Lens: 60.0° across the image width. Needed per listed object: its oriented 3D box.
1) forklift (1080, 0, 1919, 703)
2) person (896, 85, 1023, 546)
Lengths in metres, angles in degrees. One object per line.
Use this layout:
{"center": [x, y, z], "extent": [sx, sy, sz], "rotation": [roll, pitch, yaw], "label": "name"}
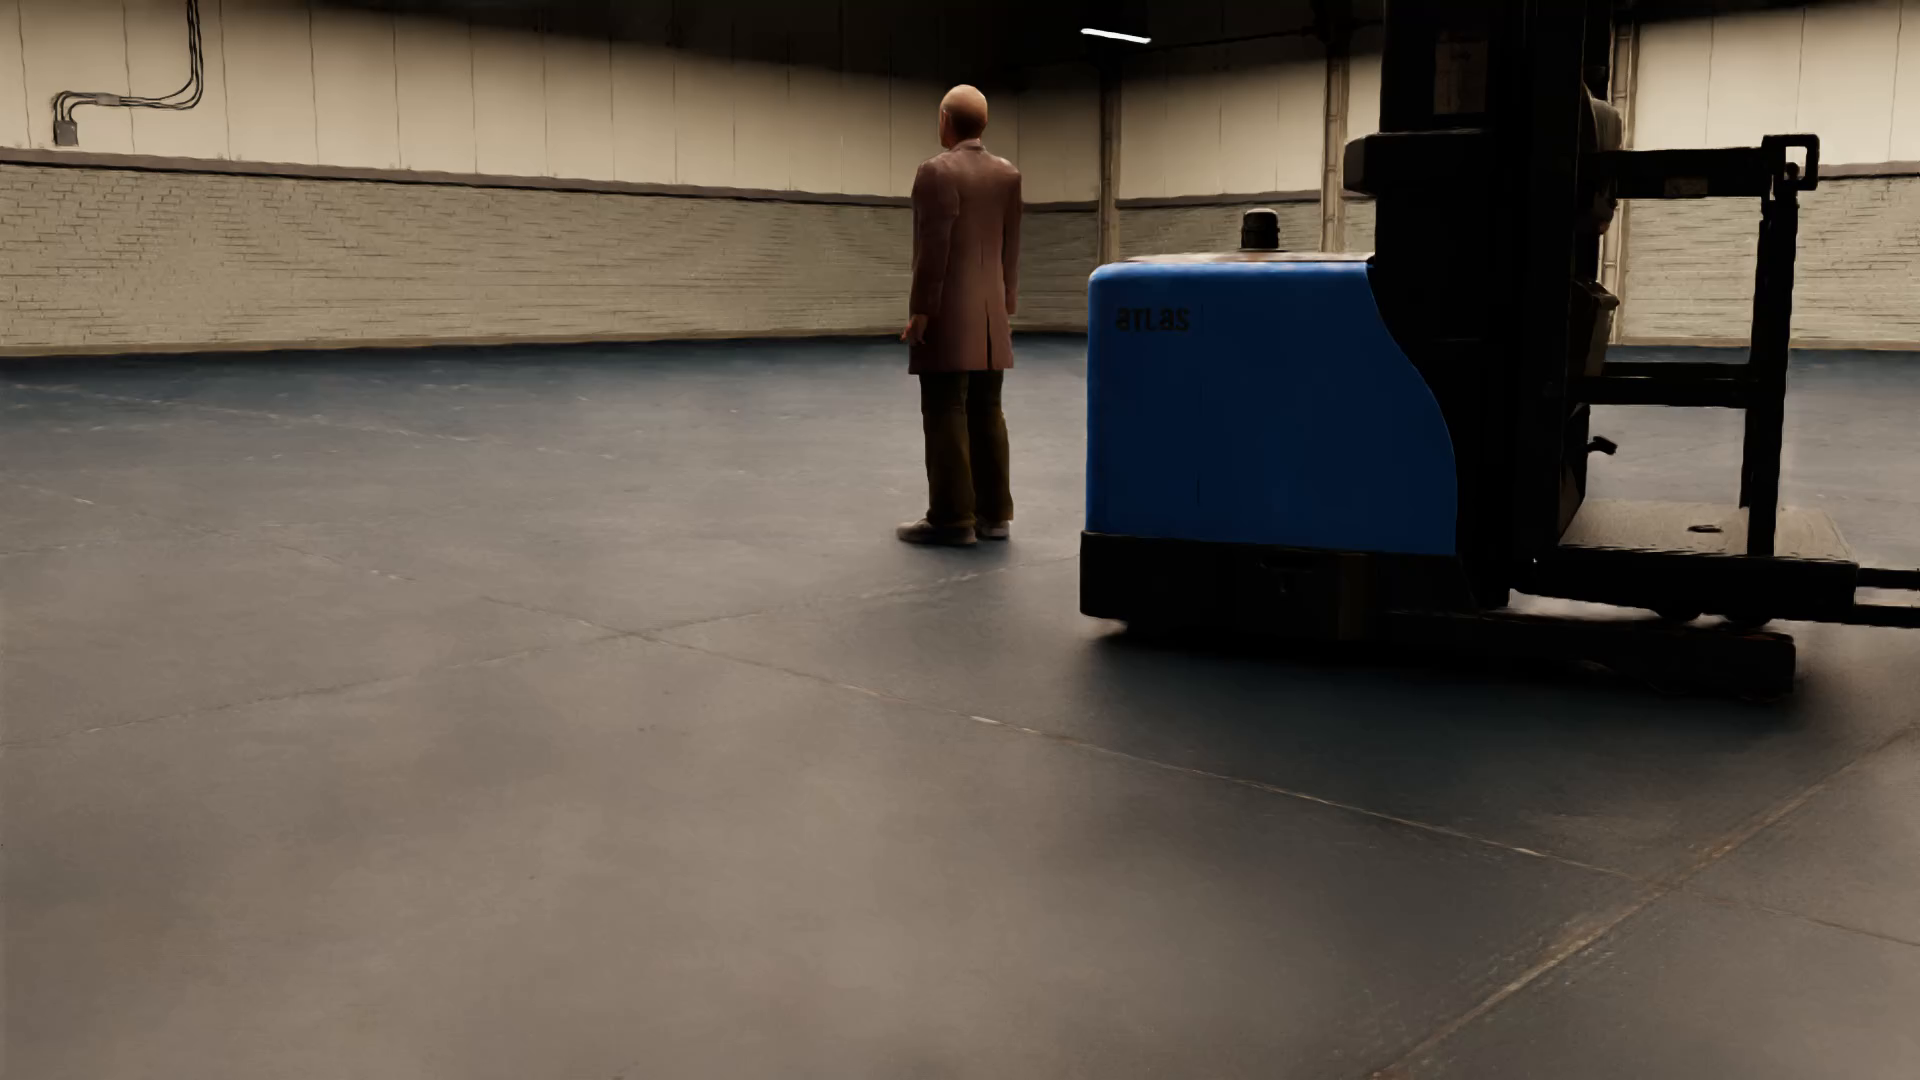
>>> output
{"center": [1.913, -1.141, 4.450], "extent": [3.031, 2.935, 1.130], "rotation": [4, 9, 24], "label": "forklift"}
{"center": [-0.020, -0.884, 6.601], "extent": [0.377, 1.783, 0.558], "rotation": [8, 12, 43], "label": "person"}
